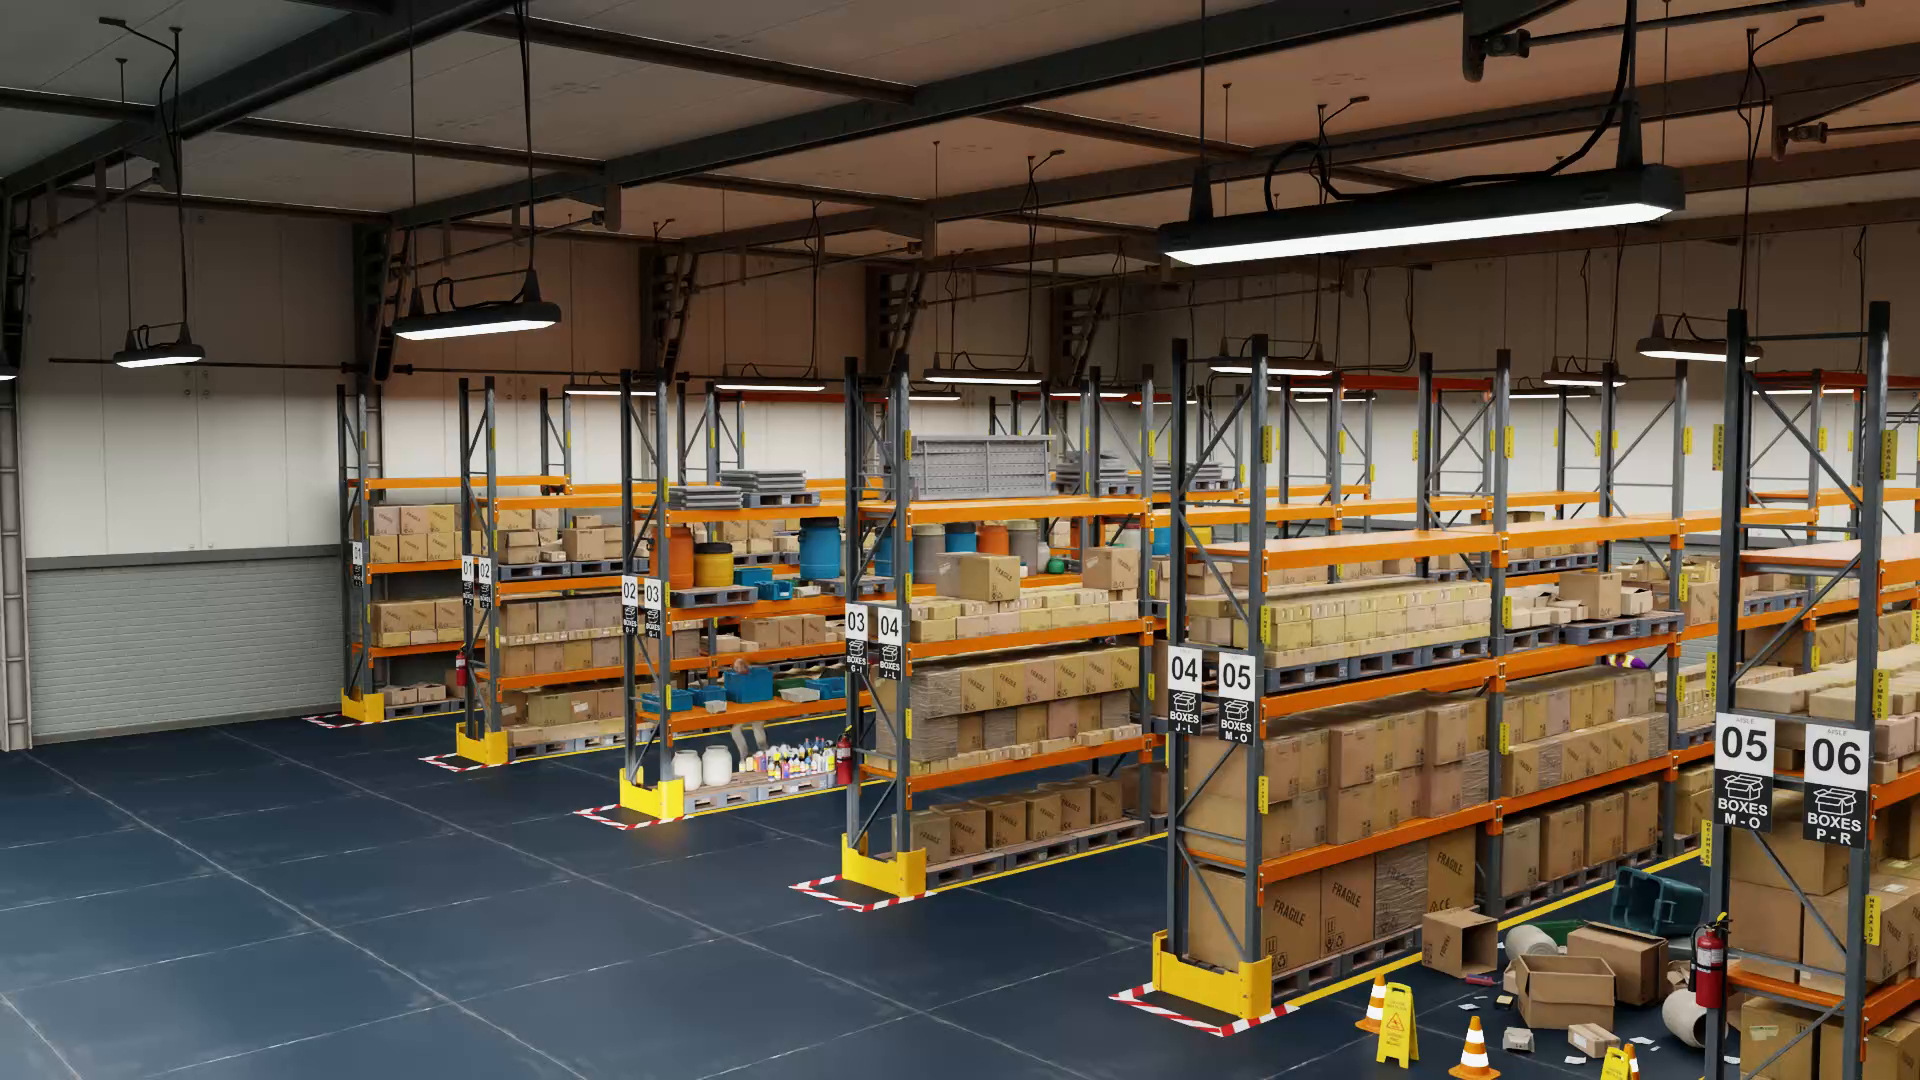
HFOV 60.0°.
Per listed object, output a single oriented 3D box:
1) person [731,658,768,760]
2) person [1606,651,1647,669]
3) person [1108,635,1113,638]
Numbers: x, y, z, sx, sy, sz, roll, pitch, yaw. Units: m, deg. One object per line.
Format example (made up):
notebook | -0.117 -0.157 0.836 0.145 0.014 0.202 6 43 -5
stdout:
person | -3.302 2.651 25.896 0.664 1.664 0.570 0 4 6
person | 10.781 2.509 27.101 0.684 1.786 0.801 4 5 45
person | 3.221 2.194 33.020 0.592 1.633 0.764 3 5 34
